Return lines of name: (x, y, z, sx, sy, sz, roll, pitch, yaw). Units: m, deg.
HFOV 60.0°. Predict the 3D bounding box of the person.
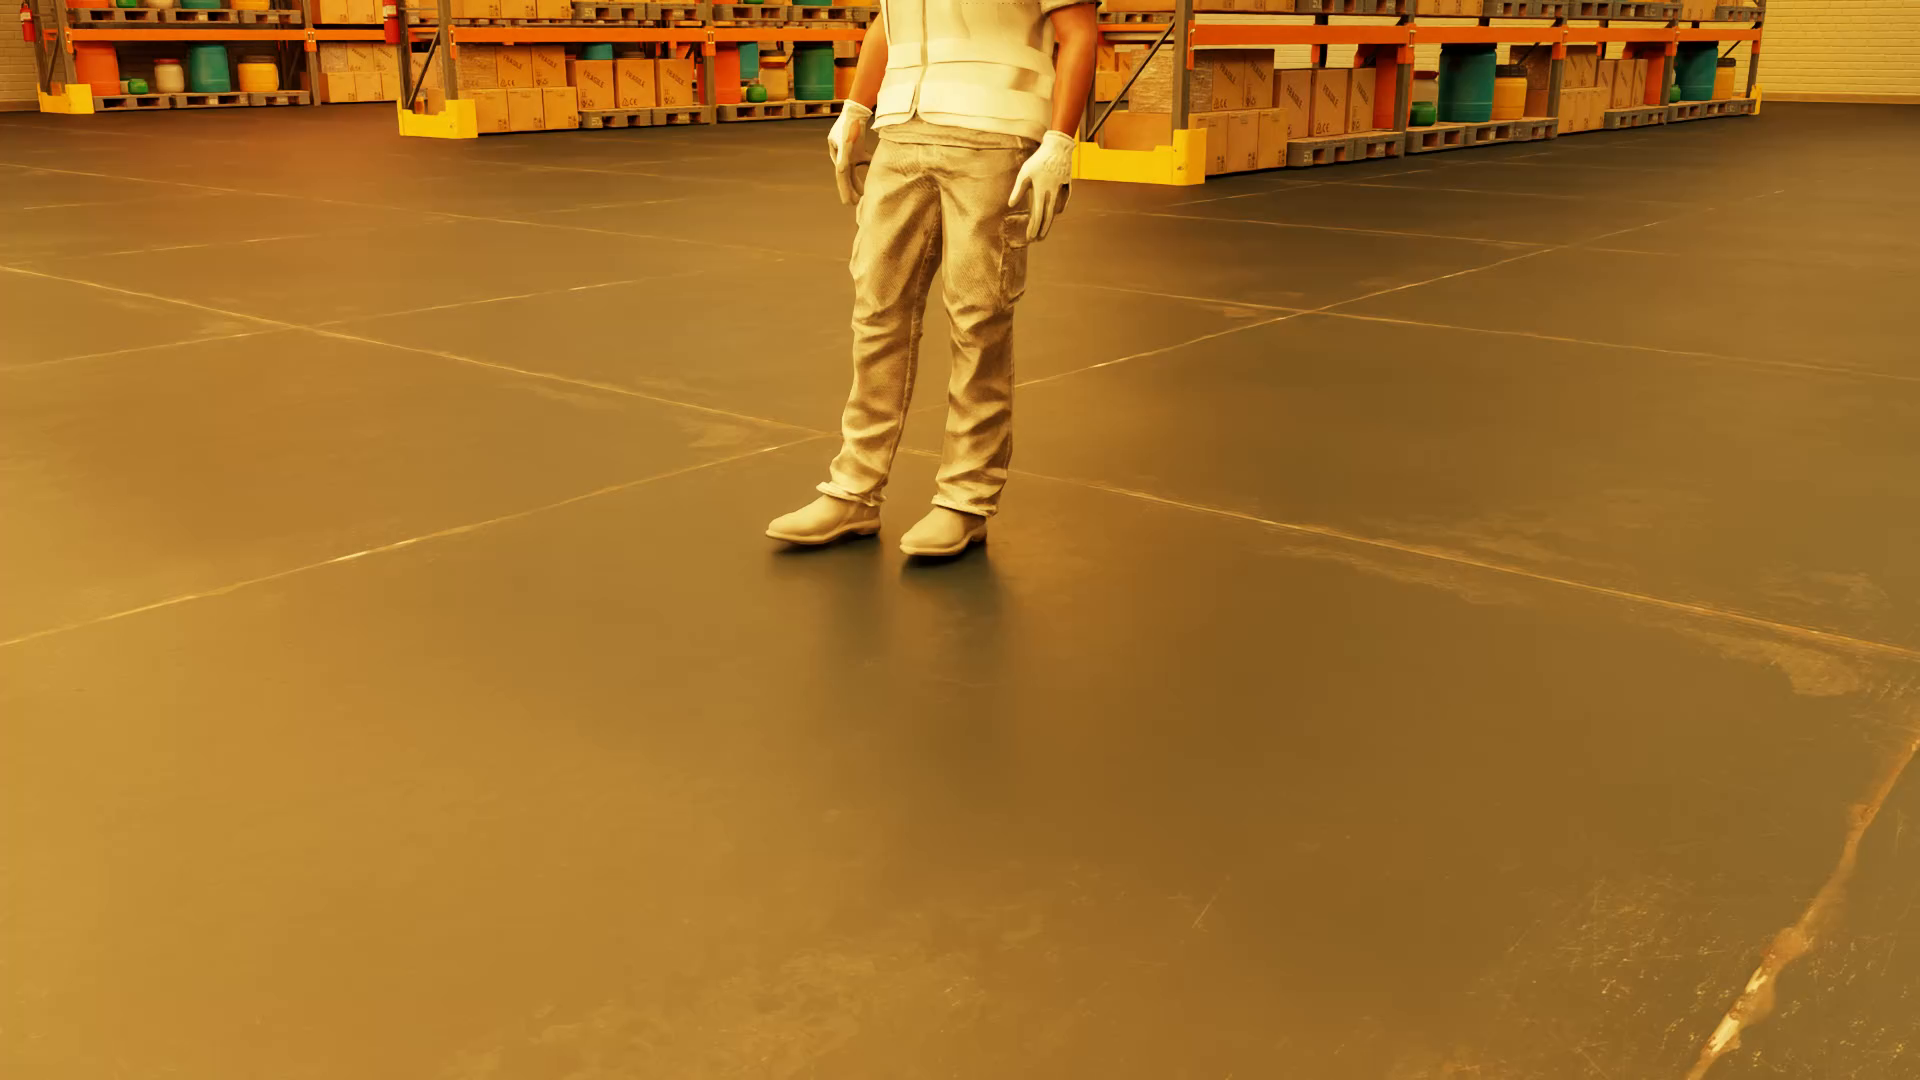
person: (-0.052, -0.845, 3.632, 0.656, 1.784, 0.575, 13, 21, 37)
